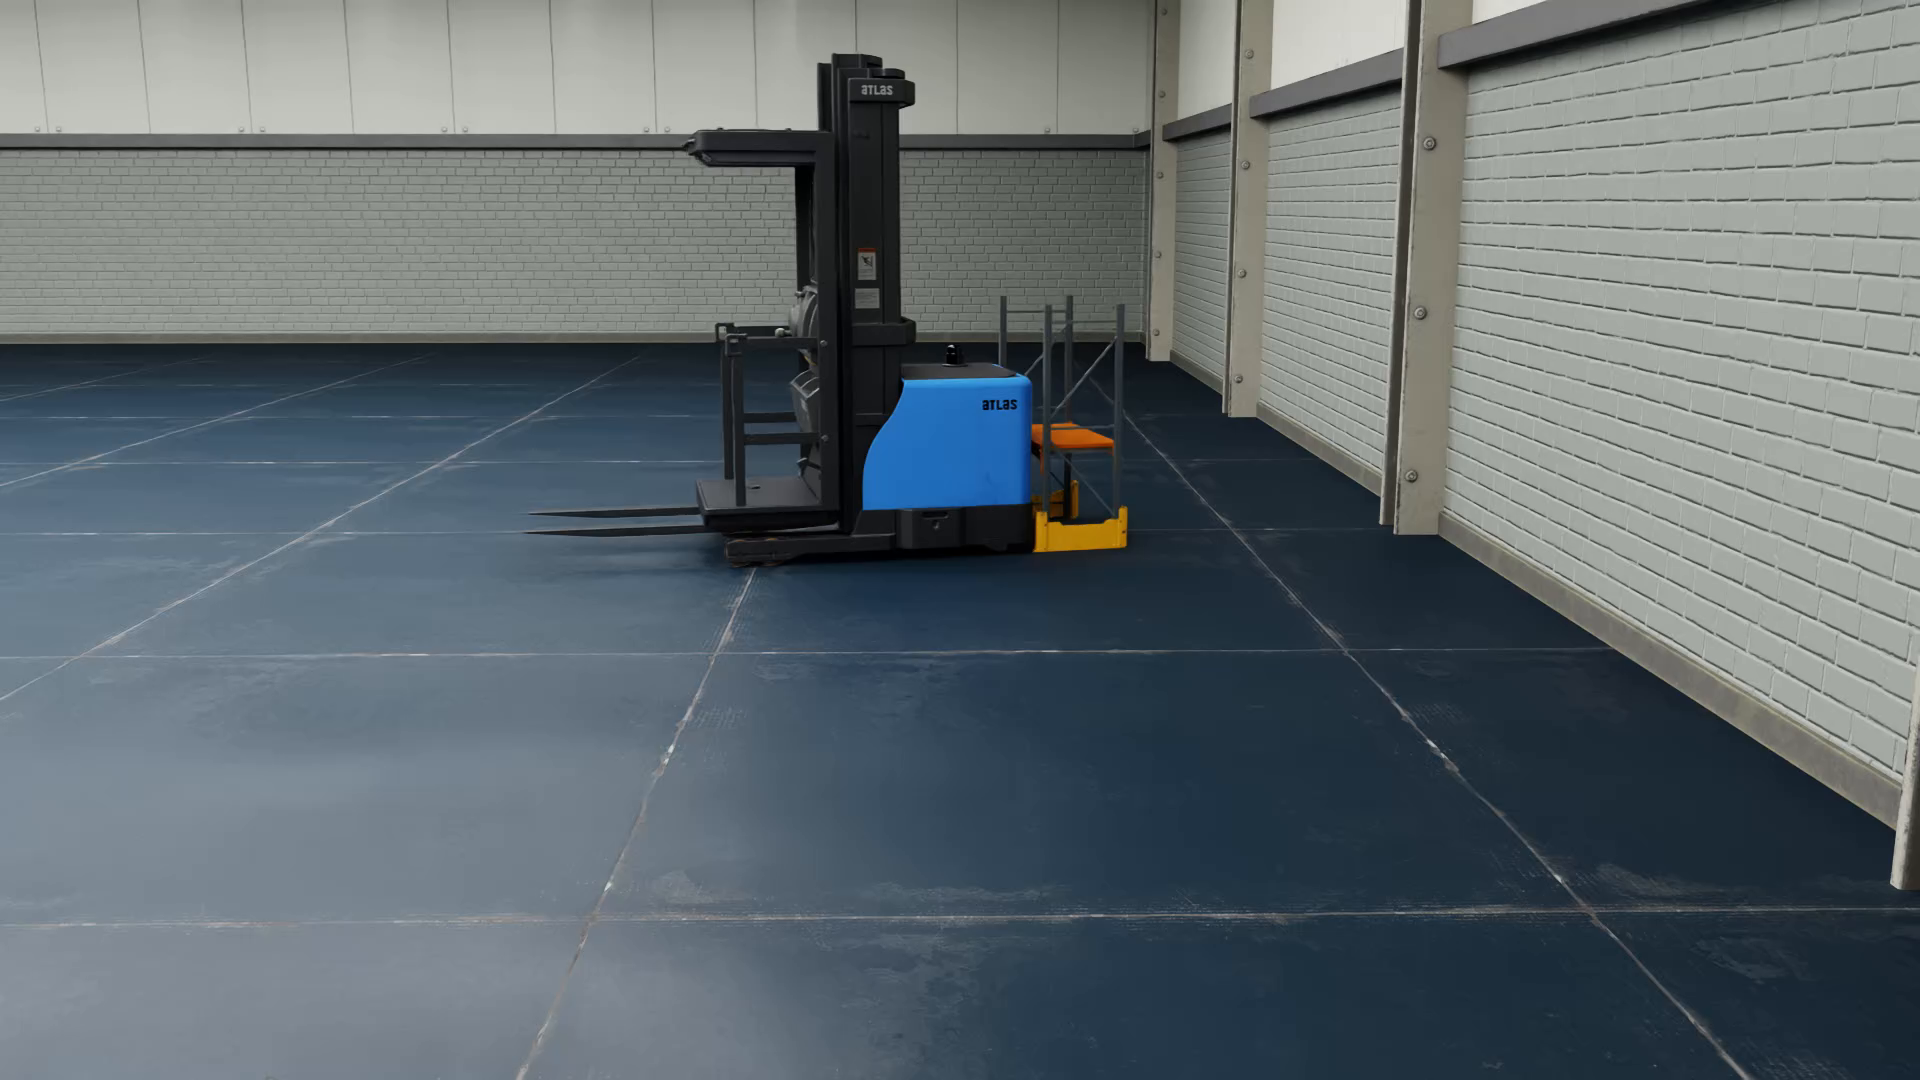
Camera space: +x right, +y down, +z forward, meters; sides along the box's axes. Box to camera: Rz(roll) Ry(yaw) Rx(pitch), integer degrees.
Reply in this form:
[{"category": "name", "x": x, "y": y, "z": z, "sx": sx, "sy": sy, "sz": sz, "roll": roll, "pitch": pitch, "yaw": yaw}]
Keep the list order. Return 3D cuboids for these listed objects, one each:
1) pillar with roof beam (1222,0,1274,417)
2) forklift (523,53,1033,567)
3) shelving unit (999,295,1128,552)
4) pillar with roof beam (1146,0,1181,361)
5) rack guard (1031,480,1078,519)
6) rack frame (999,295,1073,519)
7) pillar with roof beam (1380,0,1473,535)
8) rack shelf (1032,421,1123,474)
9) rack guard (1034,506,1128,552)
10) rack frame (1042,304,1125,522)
[{"category": "pillar with roof beam", "x": -1.466, "y": -5.660, "z": 15.826, "sx": 9.100, "sy": 9.000, "sz": 0.400, "roll": 0, "pitch": 11, "yaw": -1}, {"category": "forklift", "x": -1.123, "y": -1.390, "z": 10.039, "sx": 3.031, "sy": 2.935, "sz": 1.130, "roll": -2, "pitch": 12, "yaw": -12}, {"category": "shelving unit", "x": 0.628, "y": -0.777, "z": 10.617, "sx": 0.587, "sy": 1.500, "sz": 1.083, "roll": -3, "pitch": 12, "yaw": -14}, {"category": "pillar with roof beam", "x": -1.590, "y": -6.853, "z": 21.705, "sx": 9.100, "sy": 9.000, "sz": 0.400, "roll": 0, "pitch": 11, "yaw": -1}, {"category": "rack guard", "x": 0.509, "y": -0.261, "z": 11.216, "sx": 0.587, "sy": 0.250, "sz": 0.087, "roll": -3, "pitch": 12, "yaw": -14}, {"category": "rack frame", "x": 0.504, "y": -0.877, "z": 11.110, "sx": 0.500, "sy": 1.500, "sz": 0.032, "roll": -3, "pitch": 12, "yaw": -14}, {"category": "pillar with roof beam", "x": -1.342, "y": -4.467, "z": 9.947, "sx": 9.100, "sy": 9.000, "sz": 0.400, "roll": 0, "pitch": 11, "yaw": -1}, {"category": "rack shelf", "x": 0.626, "y": -0.603, "z": 10.662, "sx": 0.538, "sy": 0.185, "sz": 1.000, "roll": -3, "pitch": 12, "yaw": -14}, {"category": "rack guard", "x": 0.747, "y": -0.068, "z": 10.268, "sx": 0.587, "sy": 0.250, "sz": 0.087, "roll": -3, "pitch": 12, "yaw": -14}, {"category": "rack frame", "x": 0.748, "y": -0.681, "z": 10.142, "sx": 0.500, "sy": 1.500, "sz": 0.032, "roll": -3, "pitch": 12, "yaw": -14}]
